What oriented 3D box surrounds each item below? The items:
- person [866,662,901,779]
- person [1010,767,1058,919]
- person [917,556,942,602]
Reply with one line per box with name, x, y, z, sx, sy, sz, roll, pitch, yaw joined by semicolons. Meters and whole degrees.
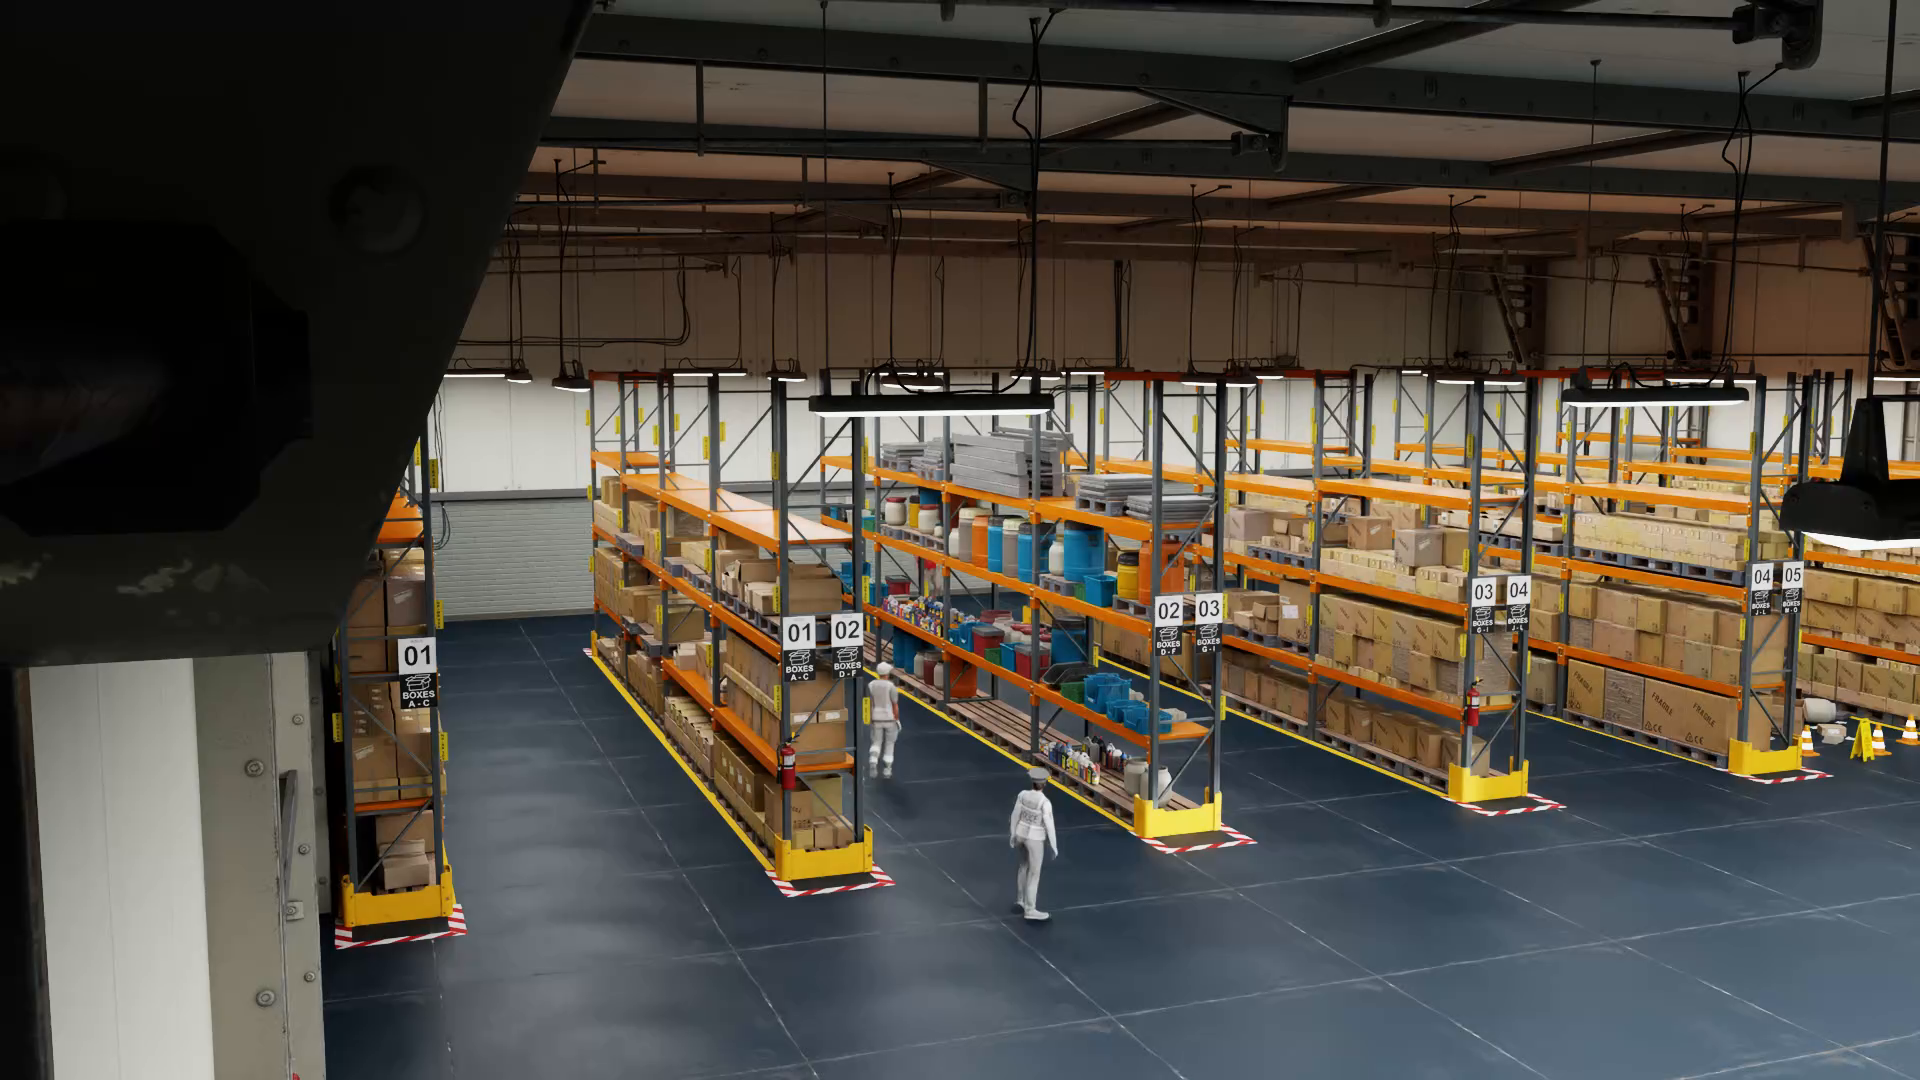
person;-1.151;2.686;24.680;0.553;1.778;0.669;2;7;15
person;0.802;3.425;18.803;0.477;1.716;0.613;-5;8;-39
person;-0.727;0.854;41.523;0.662;1.739;0.425;-5;8;-36
